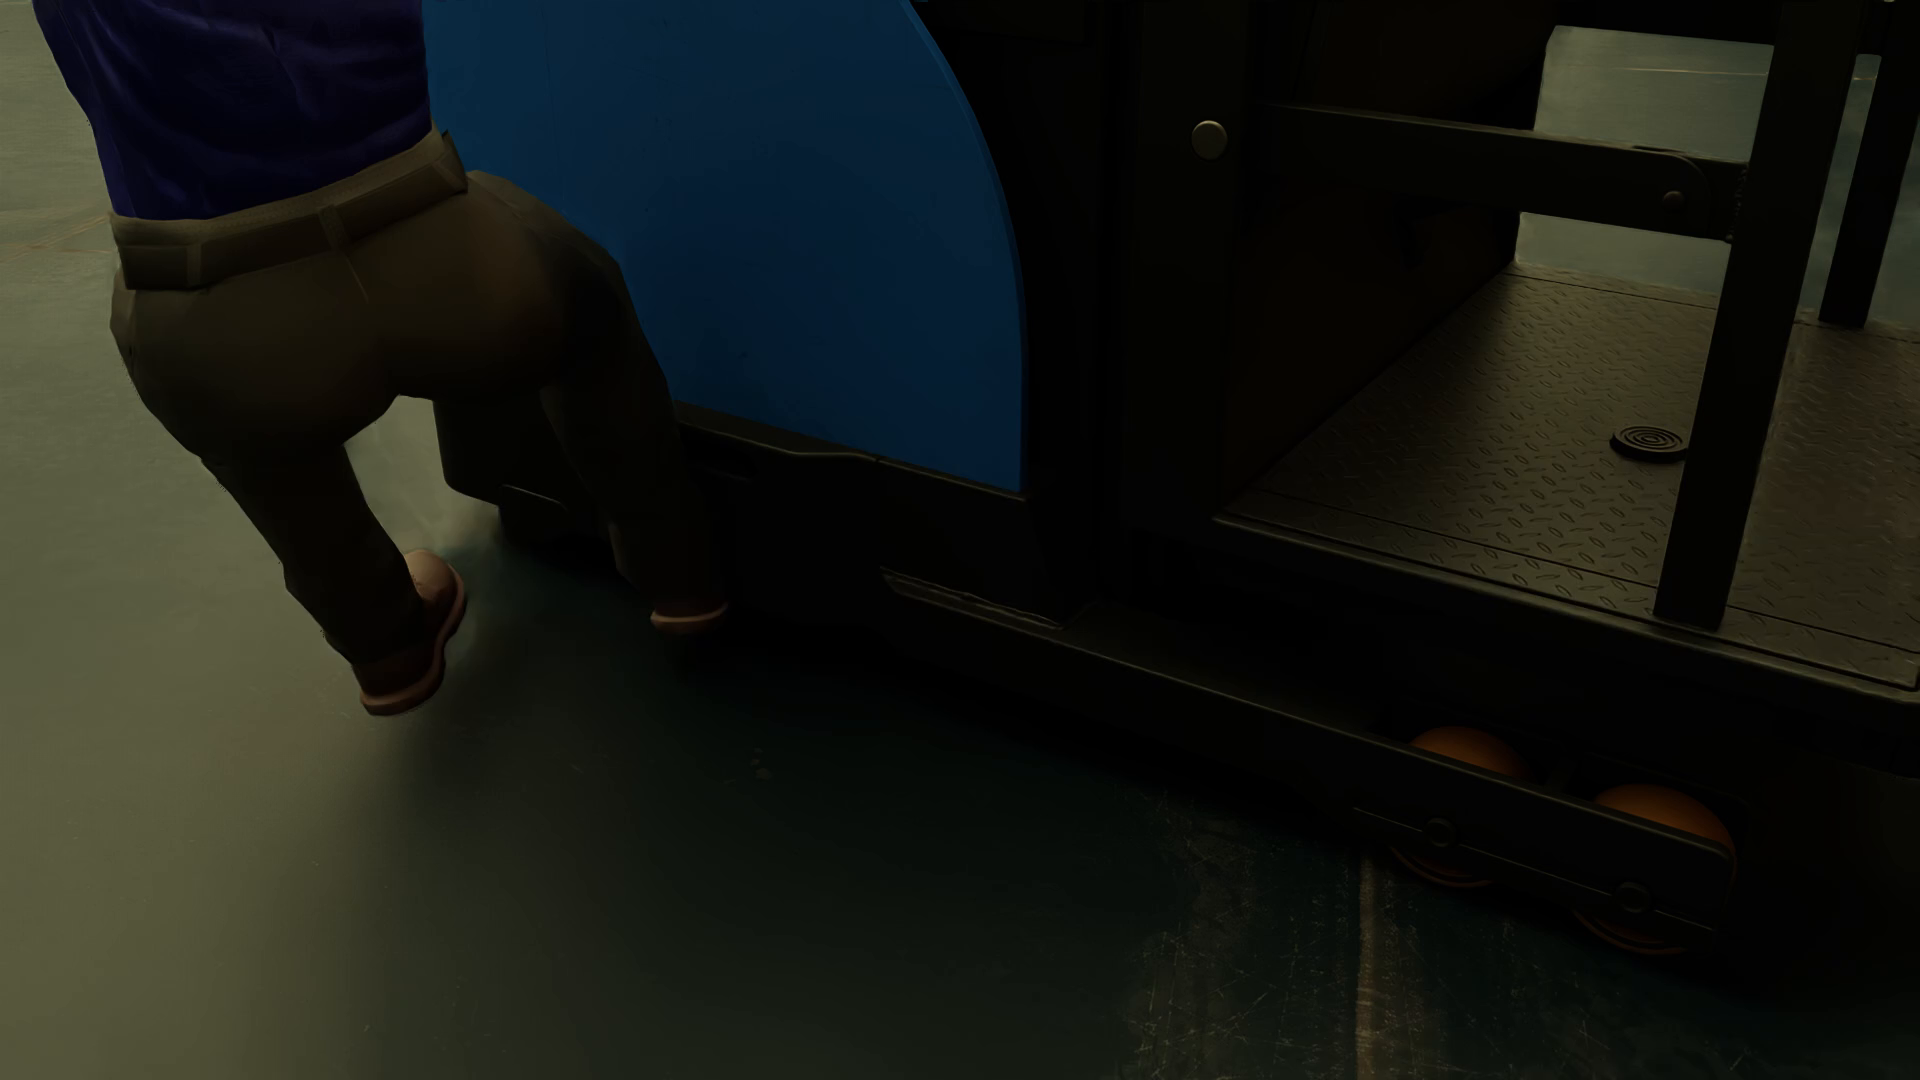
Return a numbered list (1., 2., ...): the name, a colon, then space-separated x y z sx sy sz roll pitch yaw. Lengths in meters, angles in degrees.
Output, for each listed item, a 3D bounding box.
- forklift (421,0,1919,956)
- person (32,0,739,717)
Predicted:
1. forklift: 0.727 -1.166 1.557 3.031 2.935 1.130 16 31 29
2. person: -0.776 -0.296 1.578 1.410 1.353 0.678 -18 32 -32
